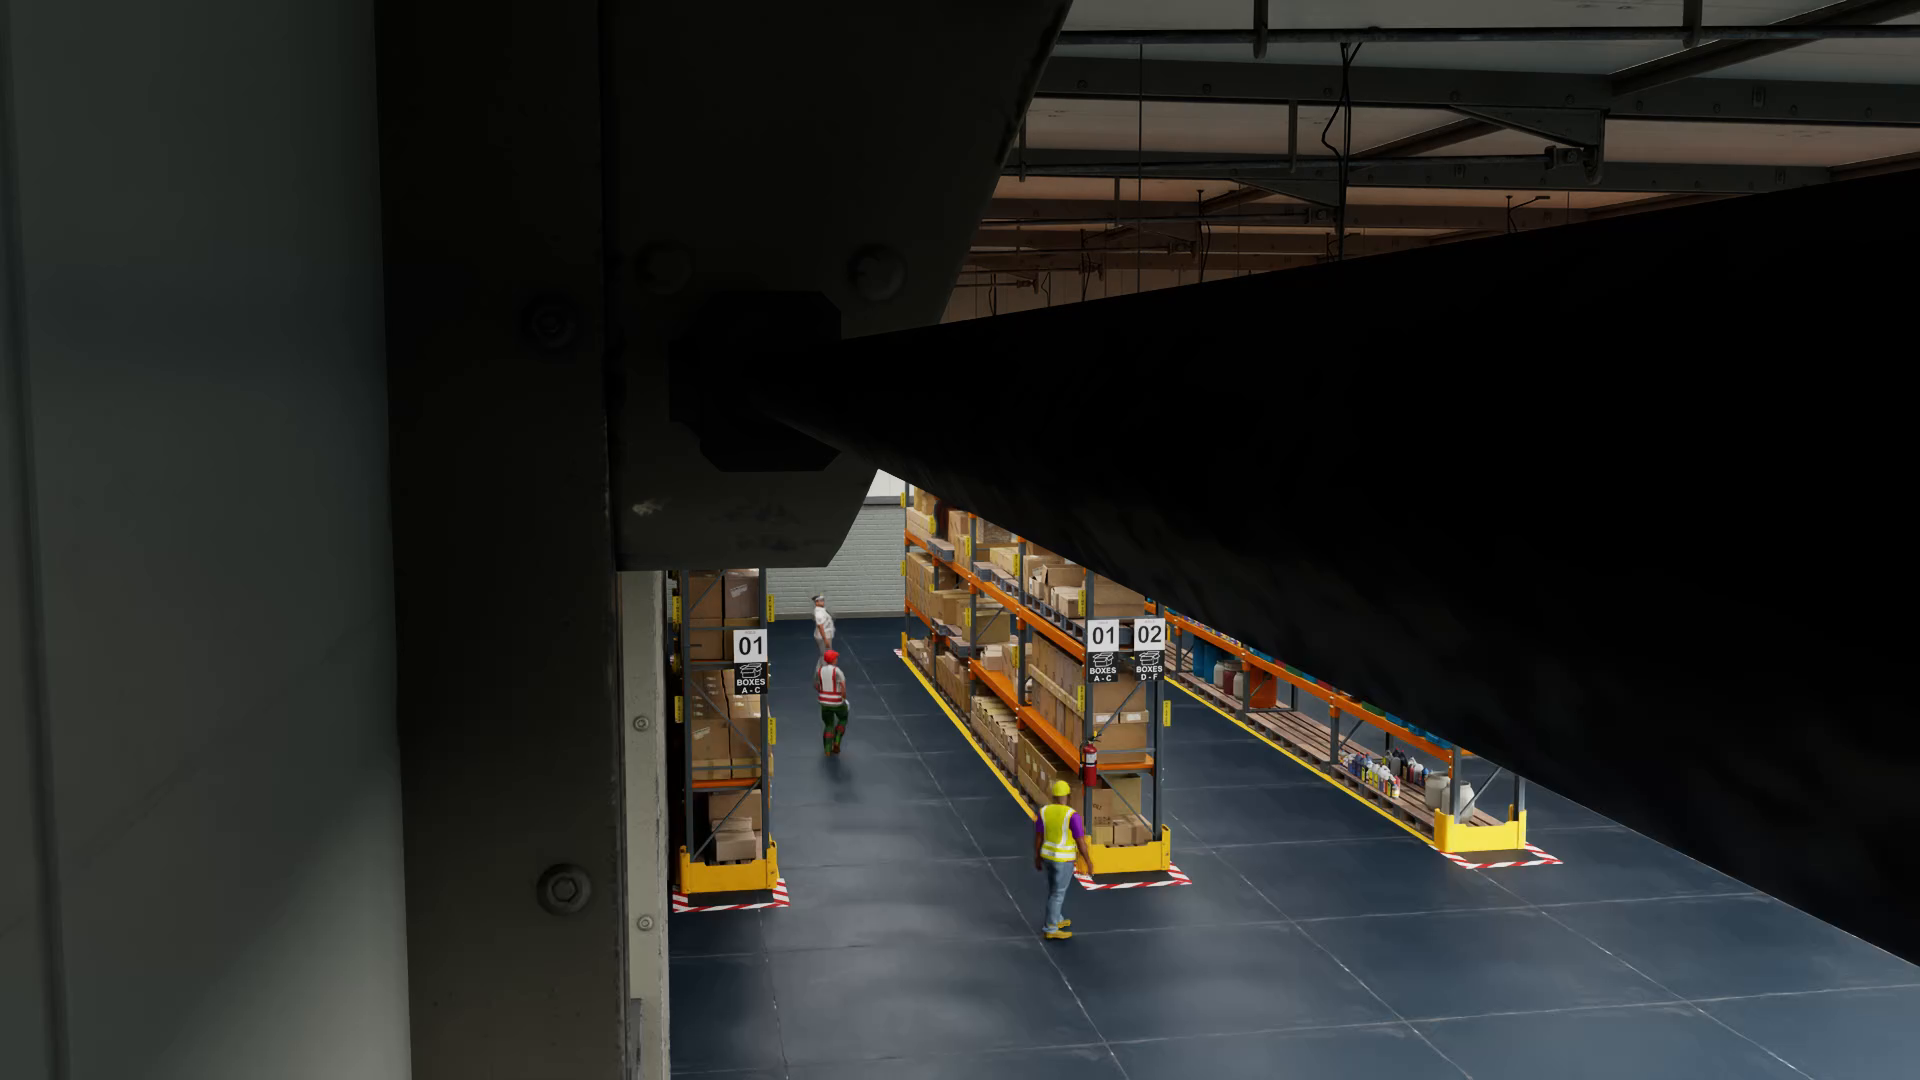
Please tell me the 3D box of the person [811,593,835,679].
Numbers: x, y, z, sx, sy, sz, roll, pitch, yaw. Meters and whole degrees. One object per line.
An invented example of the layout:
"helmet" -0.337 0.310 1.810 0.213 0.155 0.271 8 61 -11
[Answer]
"person" -2.653 1.927 32.511 0.467 1.796 0.582 -2 6 -16

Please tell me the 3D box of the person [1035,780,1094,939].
"person" 1.179 3.545 18.531 0.569 1.761 0.616 -4 7 -37

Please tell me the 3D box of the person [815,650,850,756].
"person" -2.048 2.658 27.315 0.668 1.751 0.619 2 6 17
